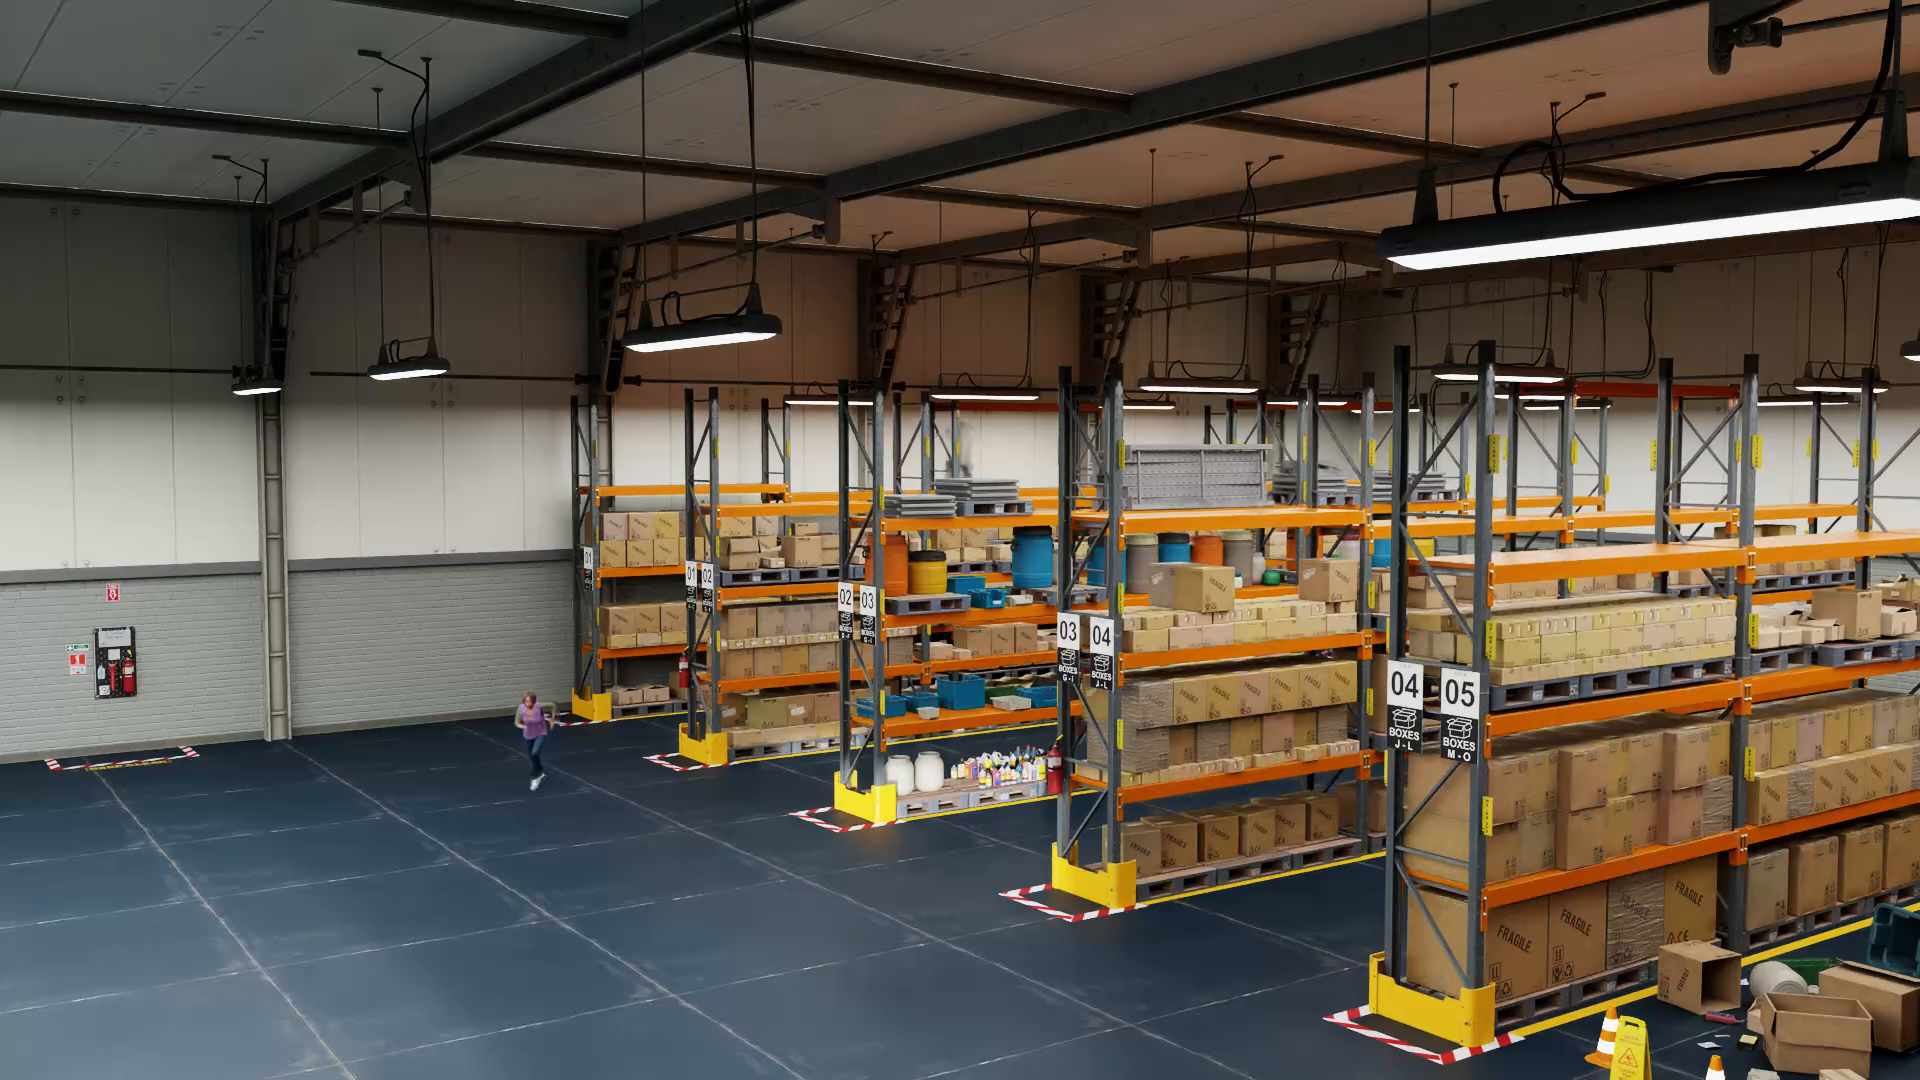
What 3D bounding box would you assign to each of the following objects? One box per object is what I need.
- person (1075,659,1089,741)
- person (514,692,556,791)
[{"bbox_3d":[2.210,2.653,28.231,0.576,1.674,0.950,3,5,41],"label":"person"},{"bbox_3d":[-6.279,2.956,24.647,0.579,1.507,0.906,0,3,-2],"label":"person"}]
